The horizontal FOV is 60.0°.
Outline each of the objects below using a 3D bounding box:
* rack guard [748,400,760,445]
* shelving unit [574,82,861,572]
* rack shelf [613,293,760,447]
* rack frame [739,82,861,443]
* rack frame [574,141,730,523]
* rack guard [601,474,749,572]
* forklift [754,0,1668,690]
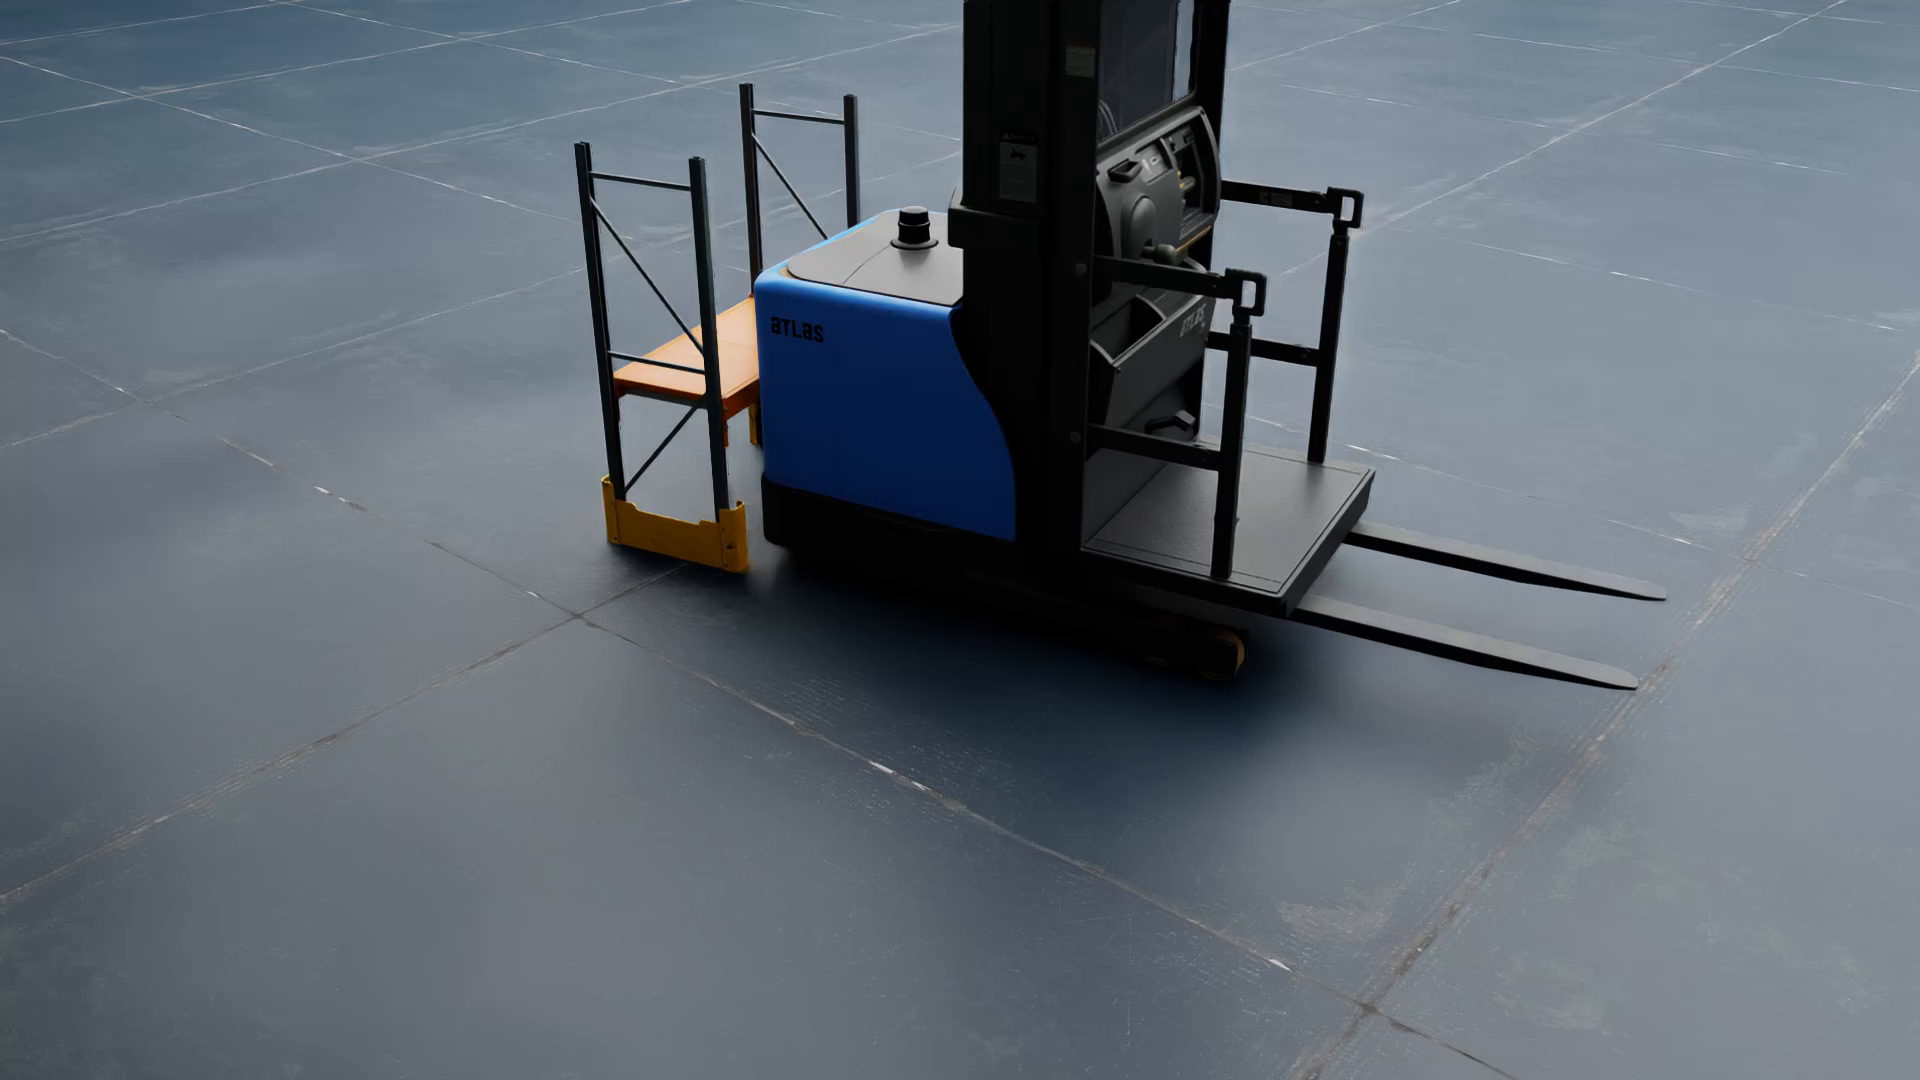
[{"bbox_3d":[-0.614,-0.479,6.903,0.587,0.250,0.087,13,30,23],"label":"rack guard"},{"bbox_3d":[-0.831,-0.828,6.218,0.587,1.500,1.083,13,30,23],"label":"shelving unit"},{"bbox_3d":[-0.835,-0.665,6.294,0.538,0.185,1.000,13,30,23],"label":"rack shelf"},{"bbox_3d":[-0.613,-1.034,6.617,0.500,1.500,0.032,13,30,23],"label":"rack frame"},{"bbox_3d":[-1.057,-0.614,5.805,0.500,1.500,0.032,13,30,23],"label":"rack frame"},{"bbox_3d":[-1.048,-0.067,6.107,0.587,0.250,0.087,13,30,23],"label":"rack guard"},{"bbox_3d":[0.823,-1.127,5.238,3.031,2.935,1.130,14,30,25],"label":"forklift"}]
